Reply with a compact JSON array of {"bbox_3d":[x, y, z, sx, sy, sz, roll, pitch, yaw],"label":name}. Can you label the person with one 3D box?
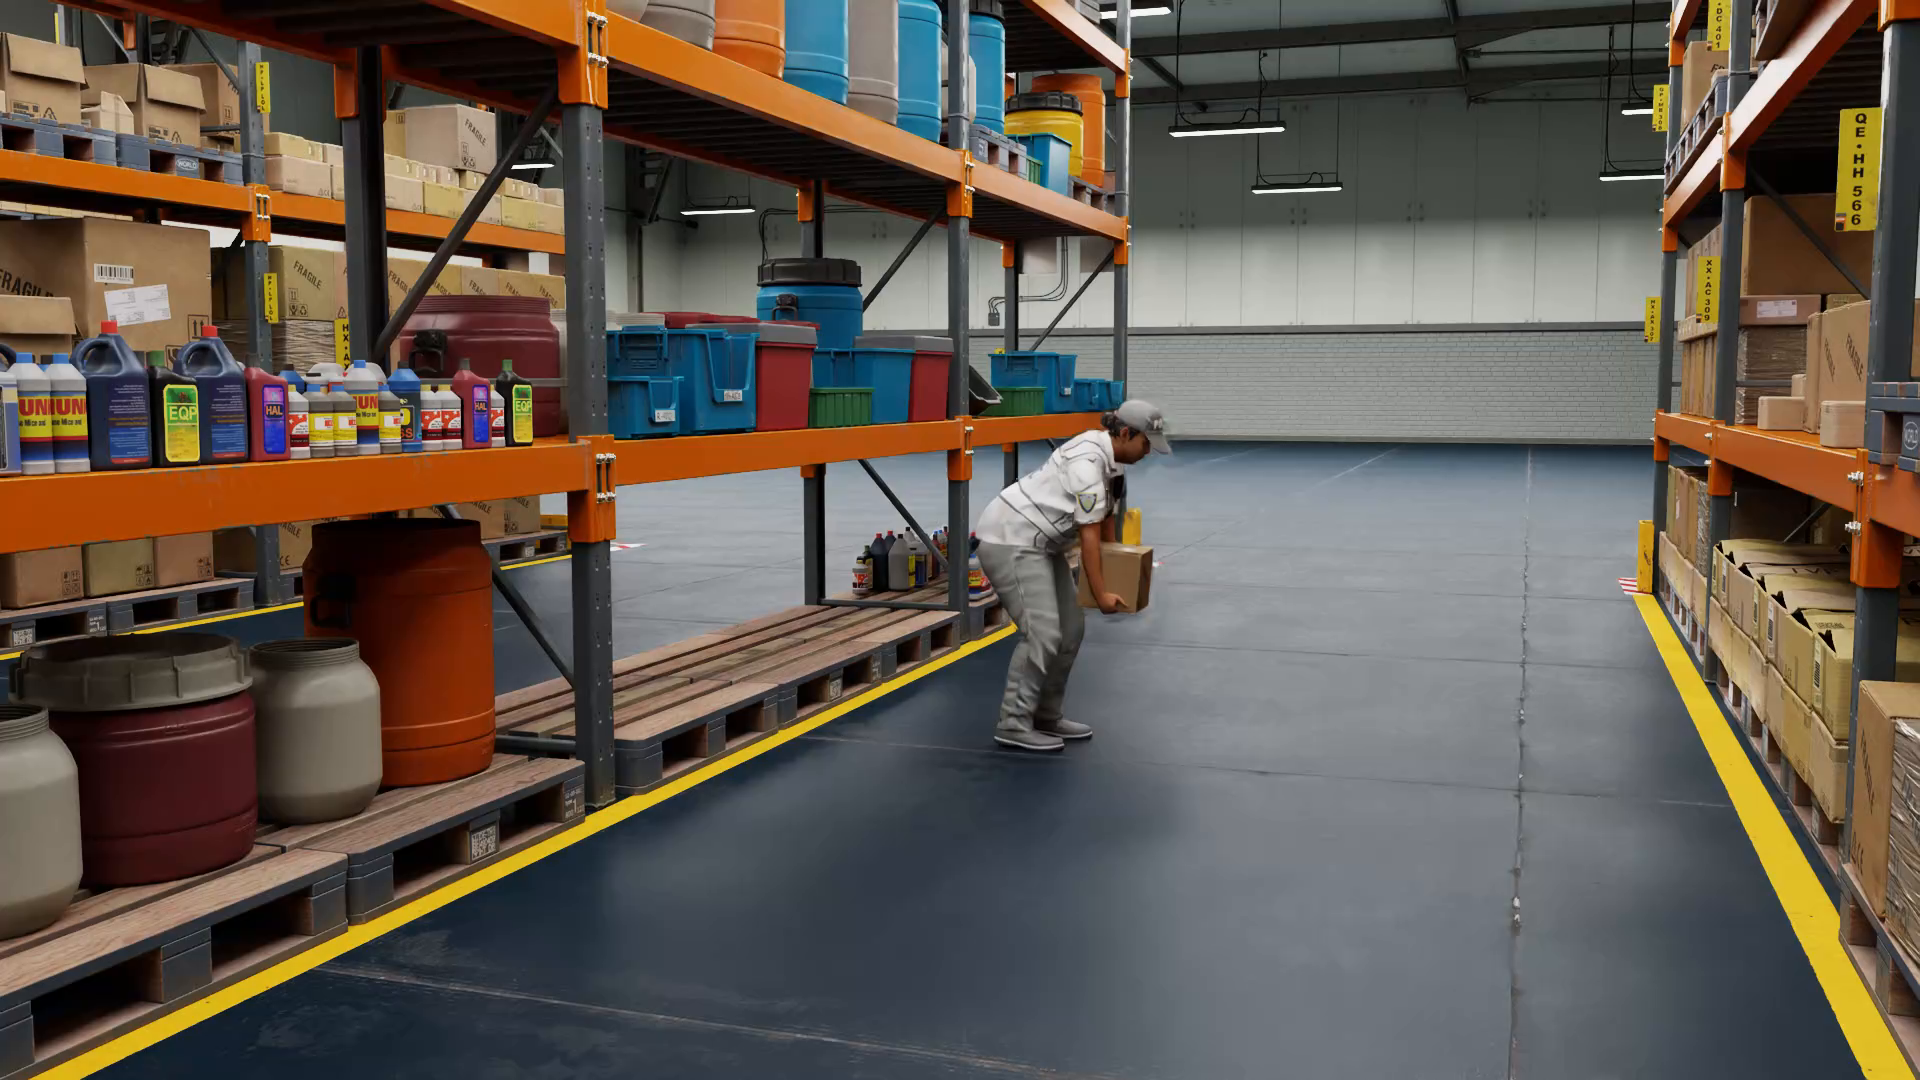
[{"bbox_3d":[0.472,0.139,6.948,0.809,1.449,0.461,2,6,17],"label":"person"}]
